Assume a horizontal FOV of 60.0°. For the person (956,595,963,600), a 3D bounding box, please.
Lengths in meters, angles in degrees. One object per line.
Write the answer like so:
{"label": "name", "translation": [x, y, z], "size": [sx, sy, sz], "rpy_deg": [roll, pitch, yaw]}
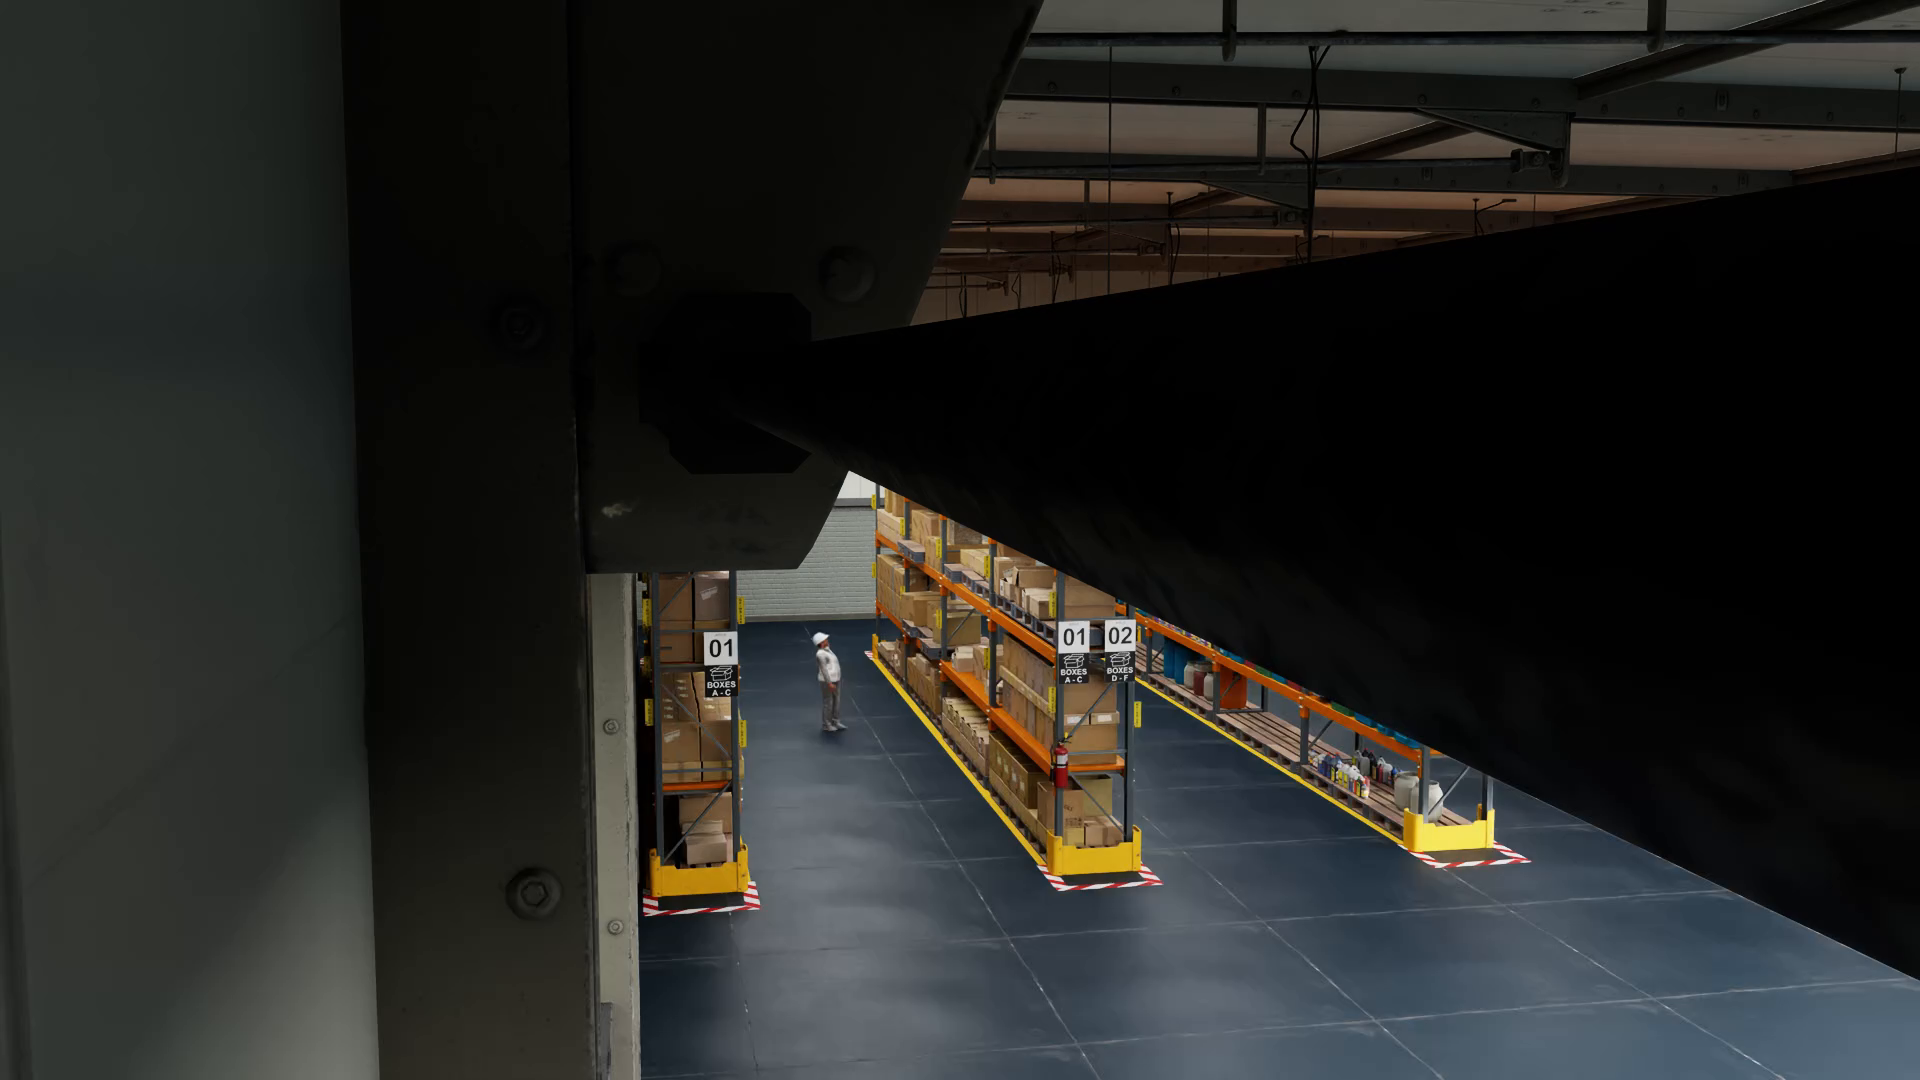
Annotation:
{"label": "person", "translation": [-0.062, 1.706, 37.483], "size": [0.642, 1.556, 0.461], "rpy_deg": [5, 7, 38]}

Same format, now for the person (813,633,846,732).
{"label": "person", "translation": [-2.292, 2.480, 29.188], "size": [0.471, 1.746, 0.621], "rpy_deg": [2, 6, 23]}
